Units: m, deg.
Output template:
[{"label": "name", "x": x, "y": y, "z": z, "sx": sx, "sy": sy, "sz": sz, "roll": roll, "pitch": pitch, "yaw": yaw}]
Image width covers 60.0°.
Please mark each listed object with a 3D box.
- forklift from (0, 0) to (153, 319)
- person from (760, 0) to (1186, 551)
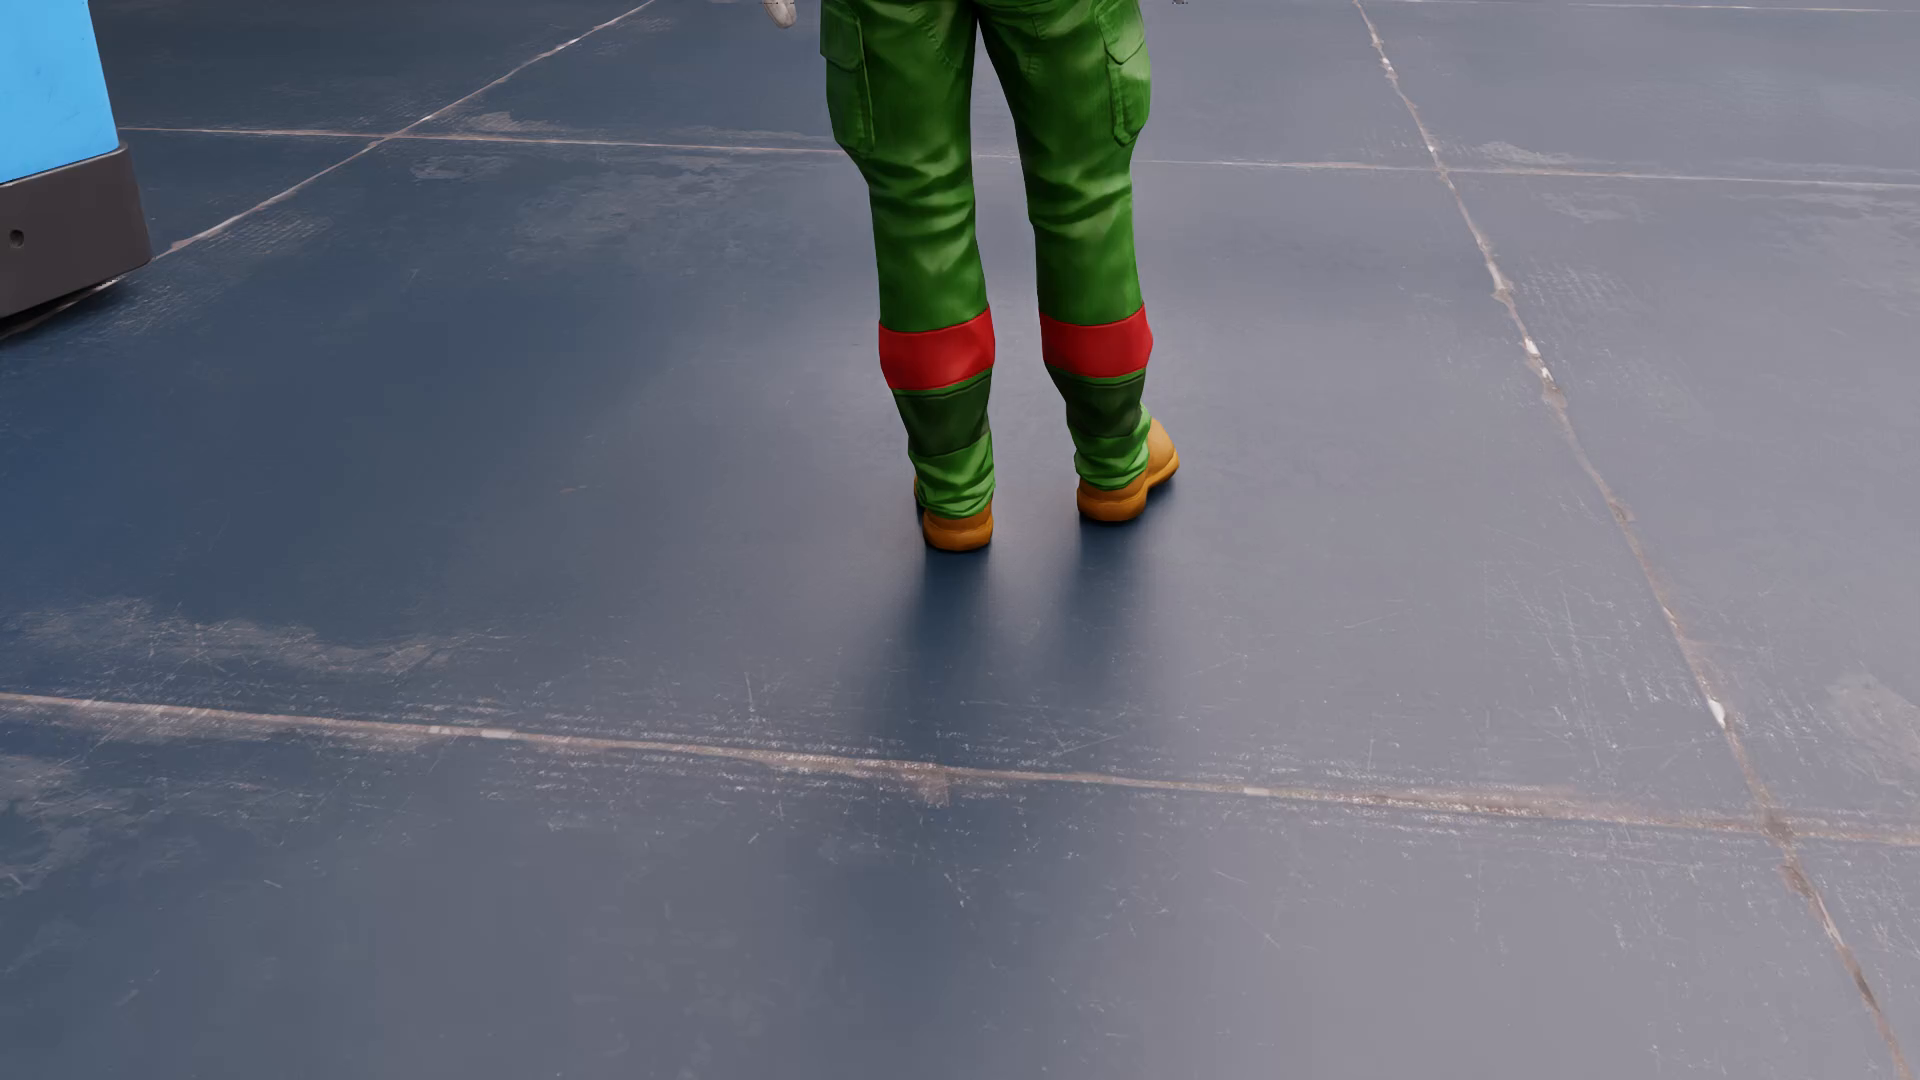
[{"label": "forklift", "x": -3.285, "y": -1.871, "z": 2.968, "sx": 3.031, "sy": 2.935, "sz": 1.130, "roll": 9, "pitch": 28, "yaw": 18}, {"label": "person", "x": 0.021, "y": -0.840, "z": 2.169, "sx": 0.638, "sy": 1.784, "sz": 0.562, "roll": 3, "pitch": 27, "yaw": 7}]
